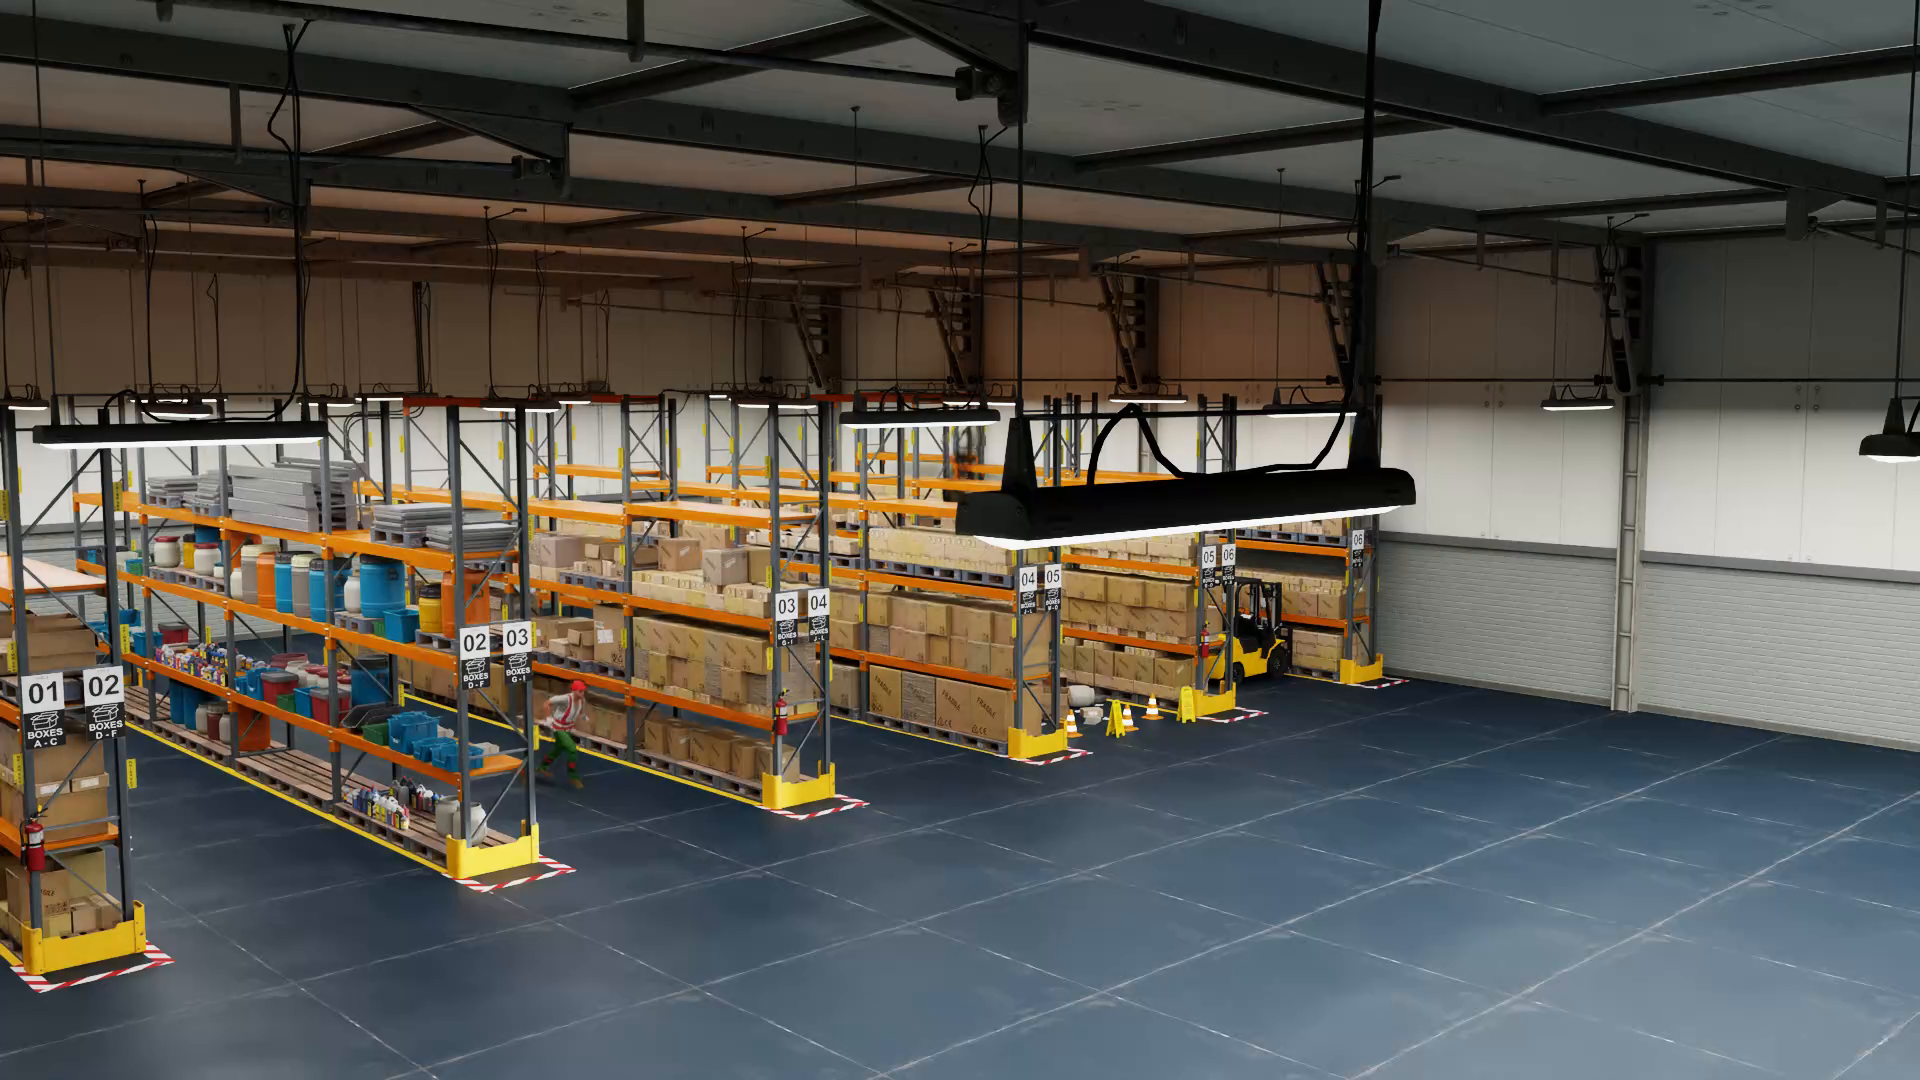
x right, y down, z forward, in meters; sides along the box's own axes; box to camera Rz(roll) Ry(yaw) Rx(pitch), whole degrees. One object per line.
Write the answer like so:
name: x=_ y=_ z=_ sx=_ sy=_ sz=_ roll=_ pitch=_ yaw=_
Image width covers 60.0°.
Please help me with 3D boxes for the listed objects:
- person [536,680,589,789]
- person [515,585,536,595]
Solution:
person: x=-6.223 y=3.013 z=25.903 sx=1.052 sy=1.731 sz=0.706 roll=3 pitch=6 yaw=29
person: x=-10.589 y=1.580 z=40.230 sx=0.731 sy=1.758 sz=0.791 roll=4 pitch=7 yaw=36
